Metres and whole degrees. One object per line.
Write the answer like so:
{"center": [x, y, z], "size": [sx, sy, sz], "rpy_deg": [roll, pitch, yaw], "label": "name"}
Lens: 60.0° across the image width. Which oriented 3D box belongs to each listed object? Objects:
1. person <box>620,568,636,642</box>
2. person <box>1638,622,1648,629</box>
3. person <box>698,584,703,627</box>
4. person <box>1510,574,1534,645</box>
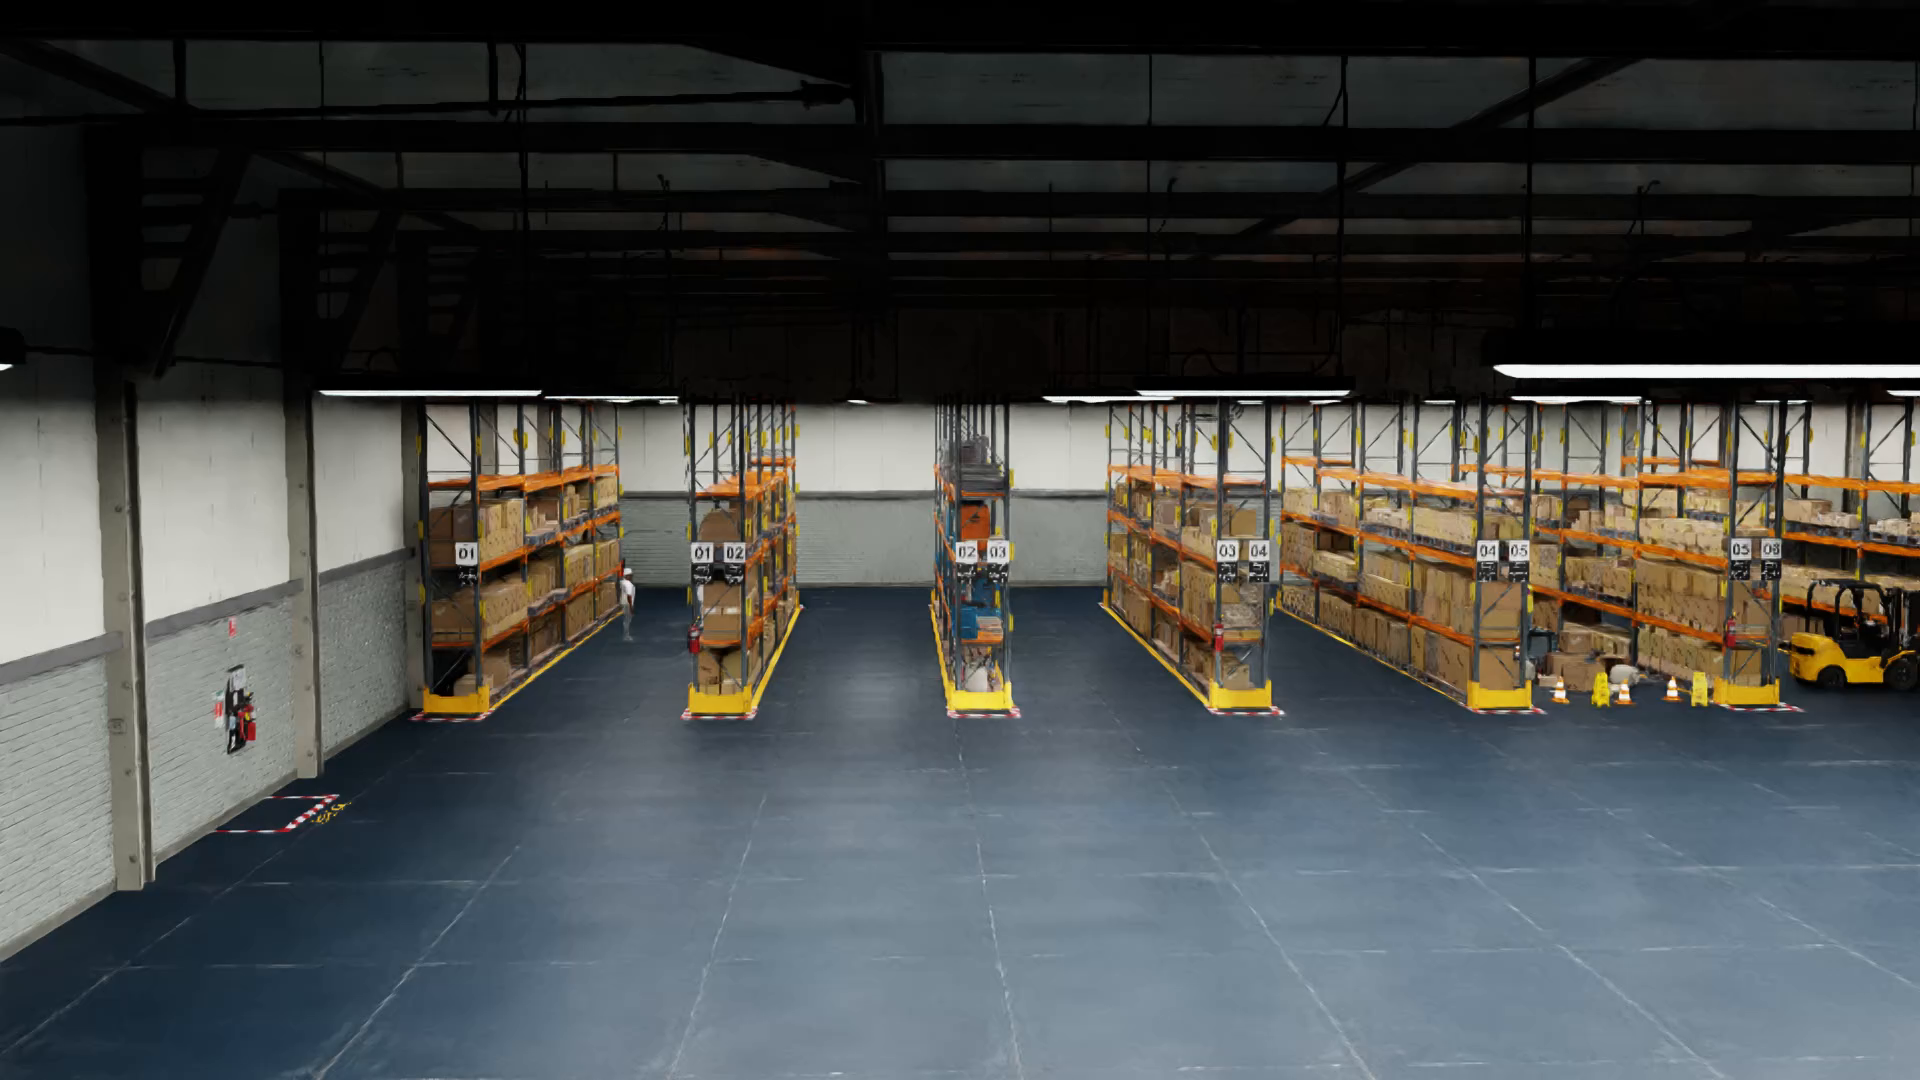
{"center": [-8.082, 1.571, 40.576], "size": [0.405, 1.769, 0.664], "rpy_deg": [-2, 5, -25], "label": "person"}
{"center": [17.625, 1.510, 42.508], "size": [0.536, 1.590, 0.534], "rpy_deg": [2, 5, 22], "label": "person"}
{"center": [-6.585, 1.357, 43.224], "size": [0.514, 1.784, 0.638], "rpy_deg": [-3, 6, -34], "label": "person"}
{"center": [13.405, 1.662, 39.530], "size": [0.591, 1.763, 0.685], "rpy_deg": [2, 5, 21], "label": "person"}
